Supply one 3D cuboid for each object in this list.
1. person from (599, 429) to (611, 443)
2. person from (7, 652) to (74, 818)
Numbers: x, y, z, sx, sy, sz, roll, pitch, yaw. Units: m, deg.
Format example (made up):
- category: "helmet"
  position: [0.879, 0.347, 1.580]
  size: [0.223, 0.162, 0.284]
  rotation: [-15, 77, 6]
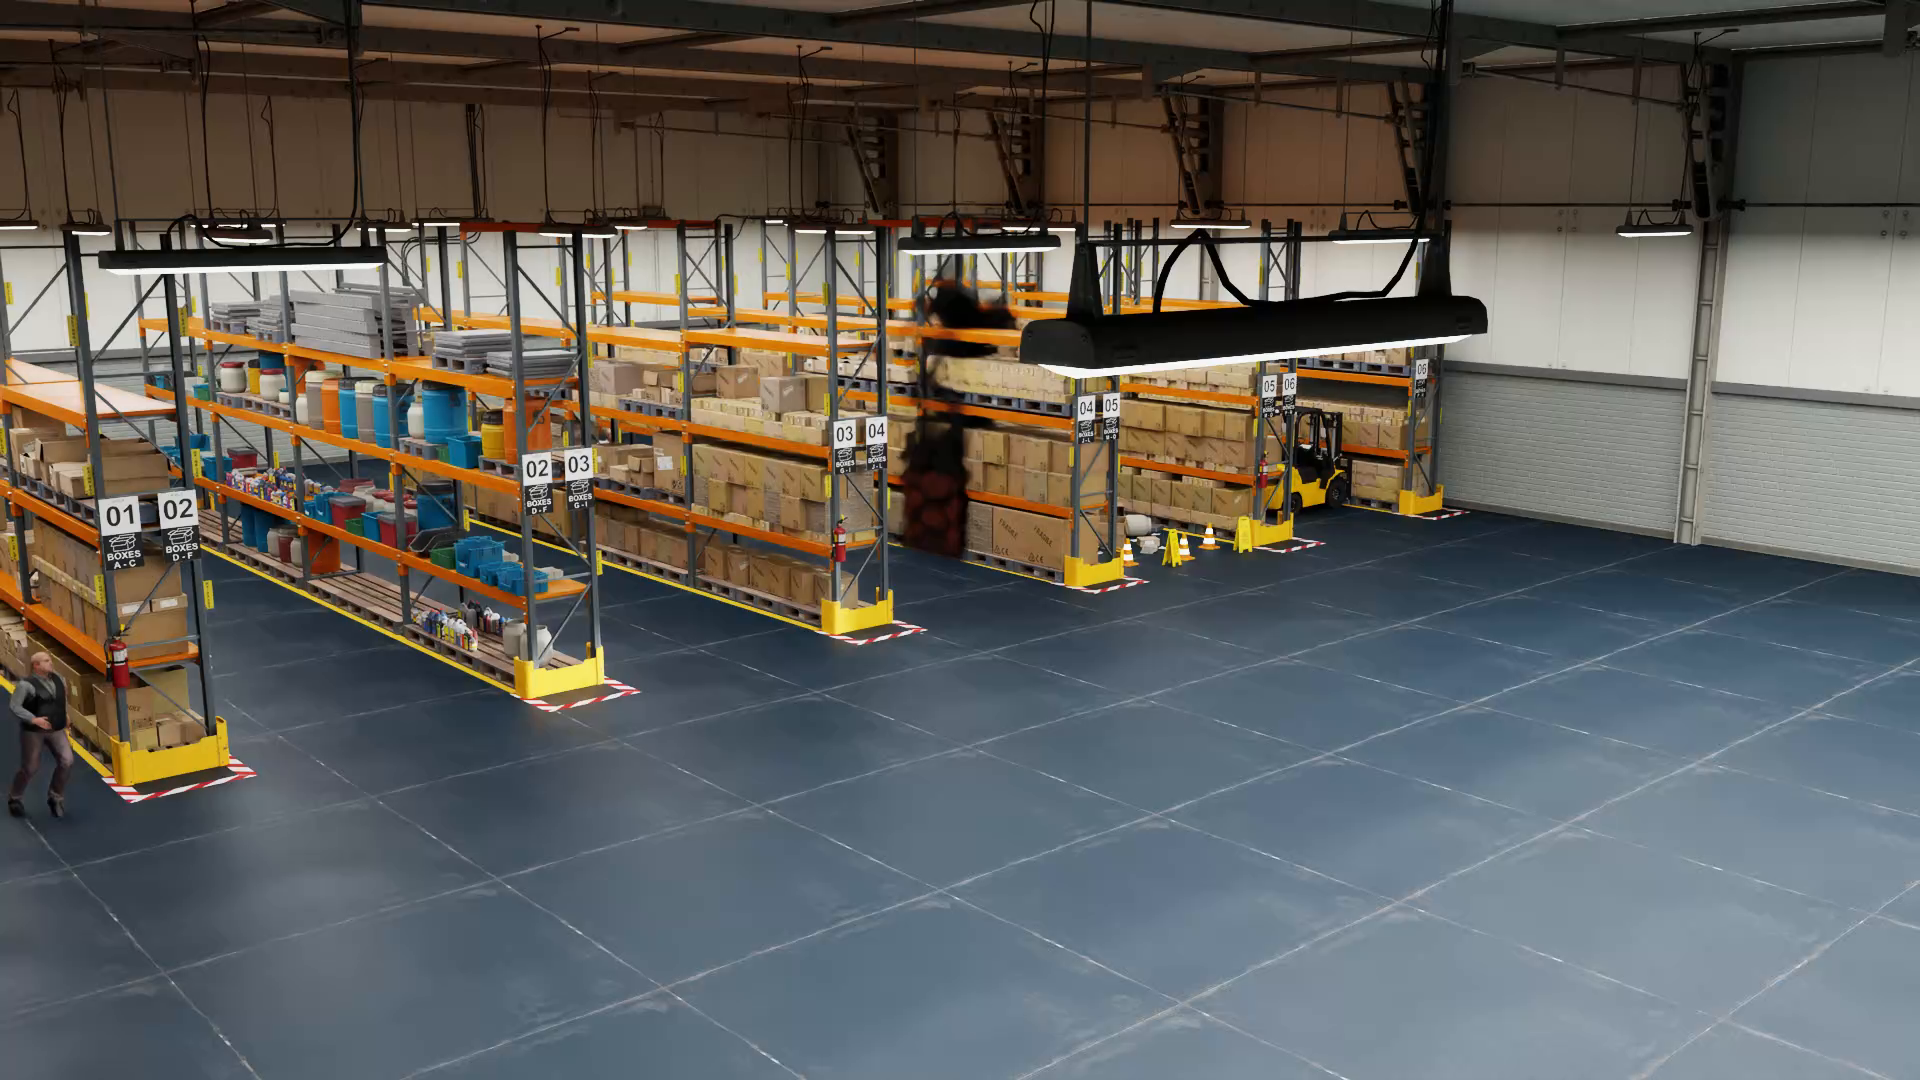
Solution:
- category: "person"
  position: [-7.258, -1.413, 34.376]
  size: [1.025, 1.805, 0.649]
  rotation: [9, 15, 38]
- category: "person"
  position: [-9.659, 2.038, 17.555]
  size: [0.695, 1.742, 0.726]
  rotation: [6, 13, 27]
